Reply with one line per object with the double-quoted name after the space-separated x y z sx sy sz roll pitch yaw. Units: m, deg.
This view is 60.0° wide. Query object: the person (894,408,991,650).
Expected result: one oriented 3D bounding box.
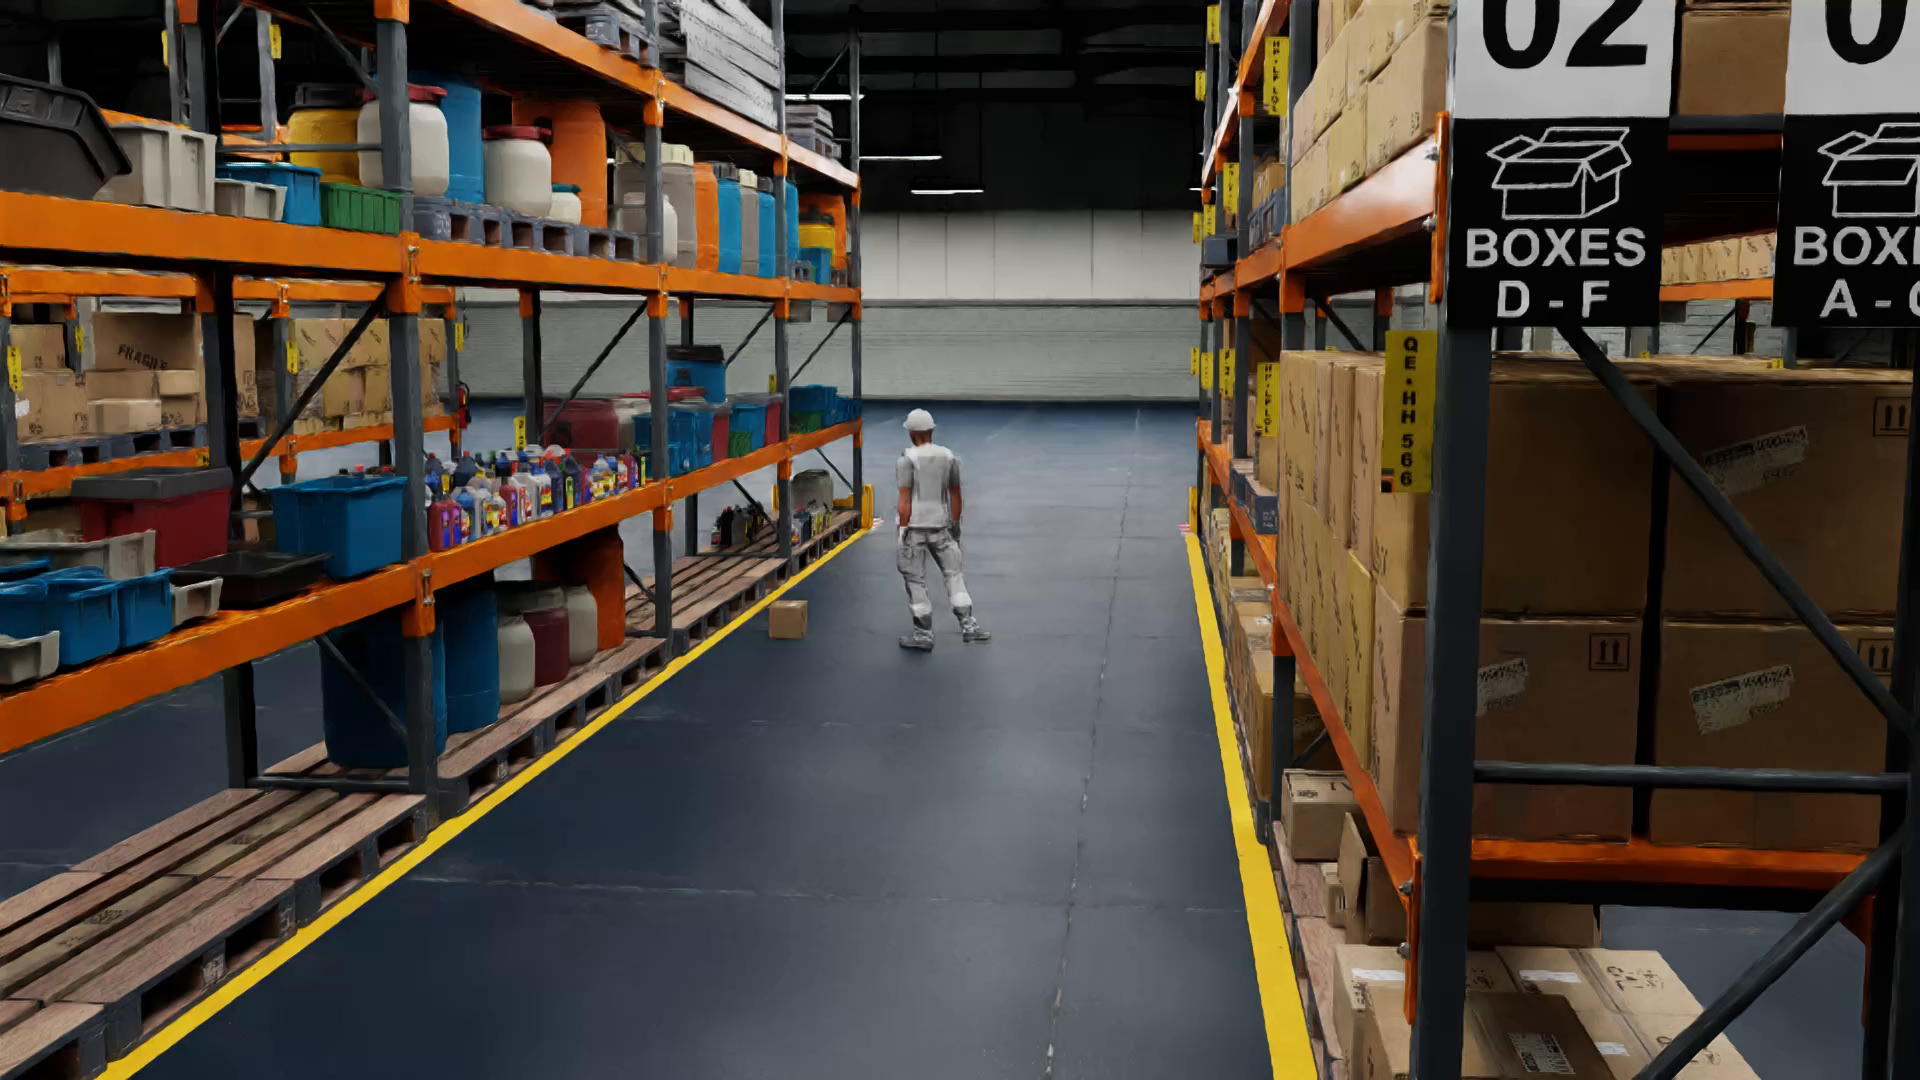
-0.136 -0.080 12.312 0.735 1.784 0.482 -4 8 -26 "person"
